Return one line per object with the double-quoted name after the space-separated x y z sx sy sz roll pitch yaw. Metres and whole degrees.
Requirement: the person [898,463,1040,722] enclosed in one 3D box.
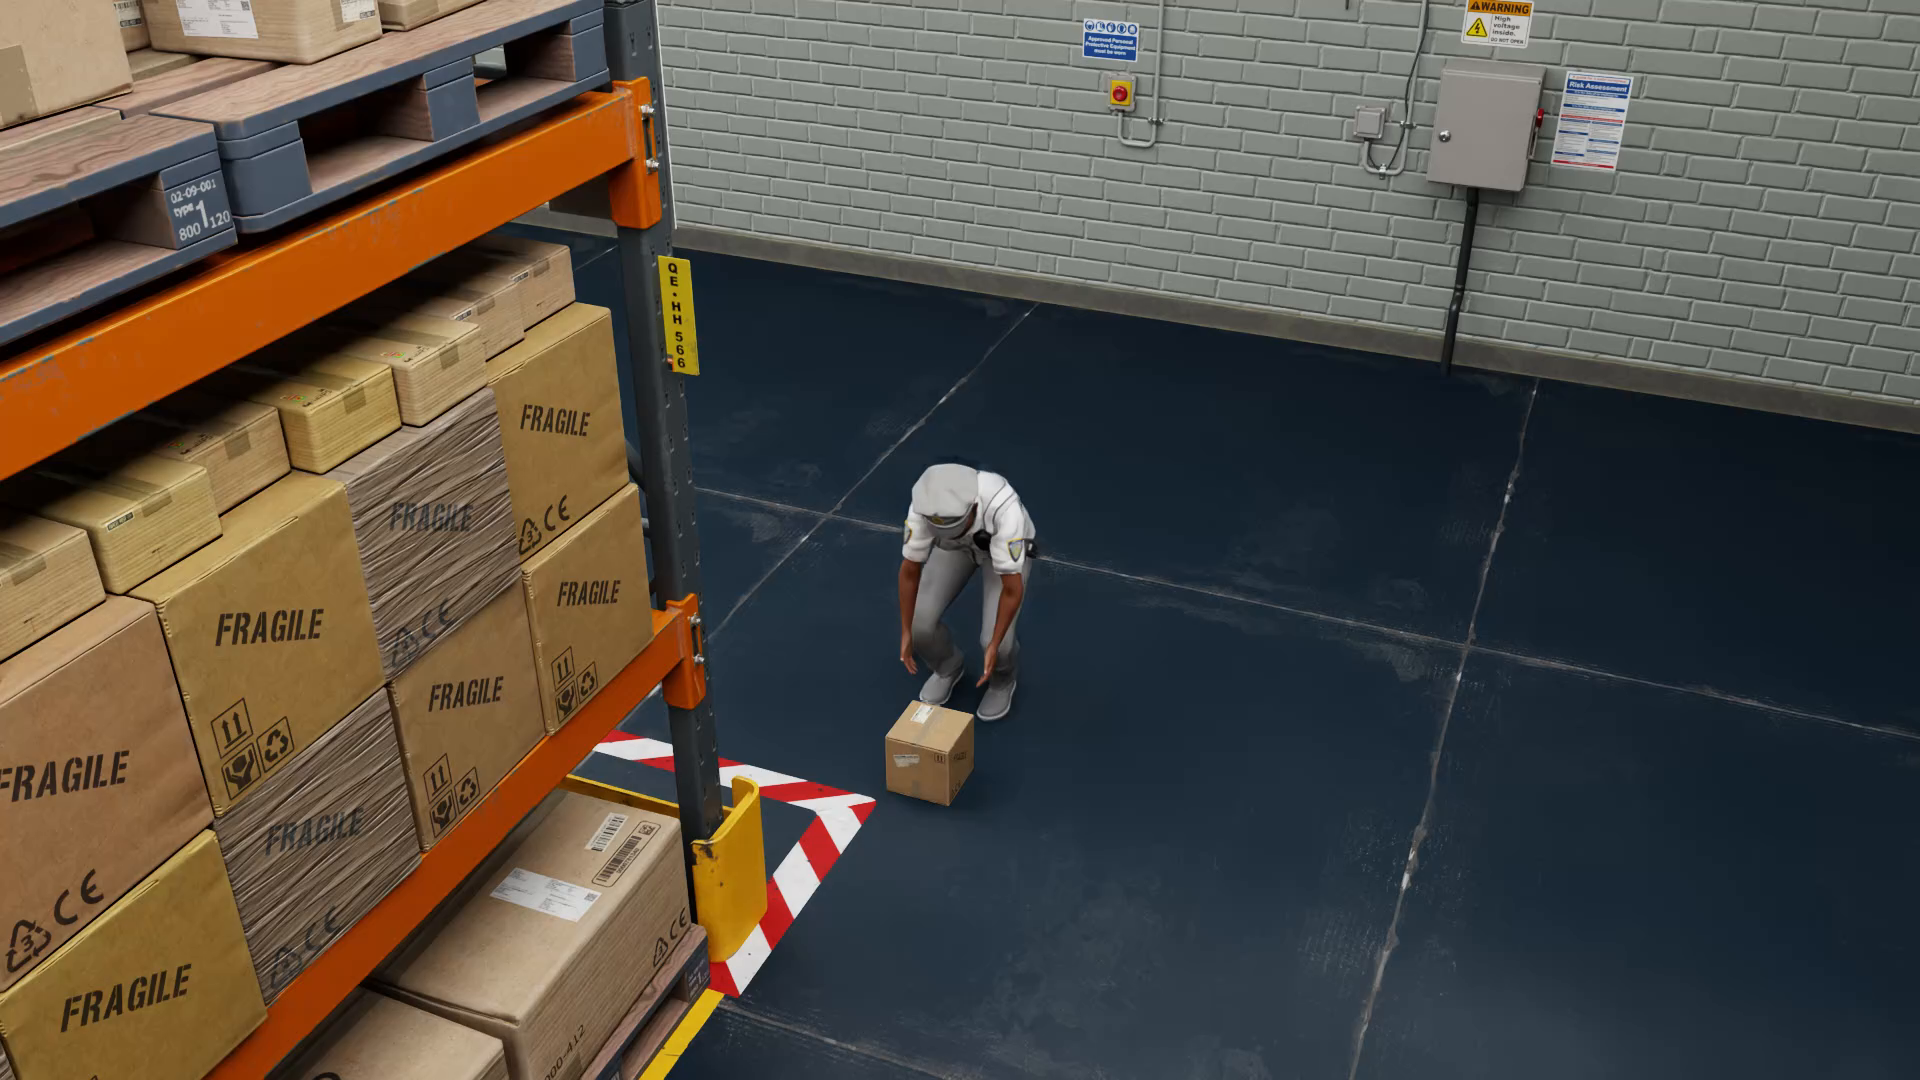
0.044 0.162 6.330 0.500 1.189 0.786 11 32 19 "person"
